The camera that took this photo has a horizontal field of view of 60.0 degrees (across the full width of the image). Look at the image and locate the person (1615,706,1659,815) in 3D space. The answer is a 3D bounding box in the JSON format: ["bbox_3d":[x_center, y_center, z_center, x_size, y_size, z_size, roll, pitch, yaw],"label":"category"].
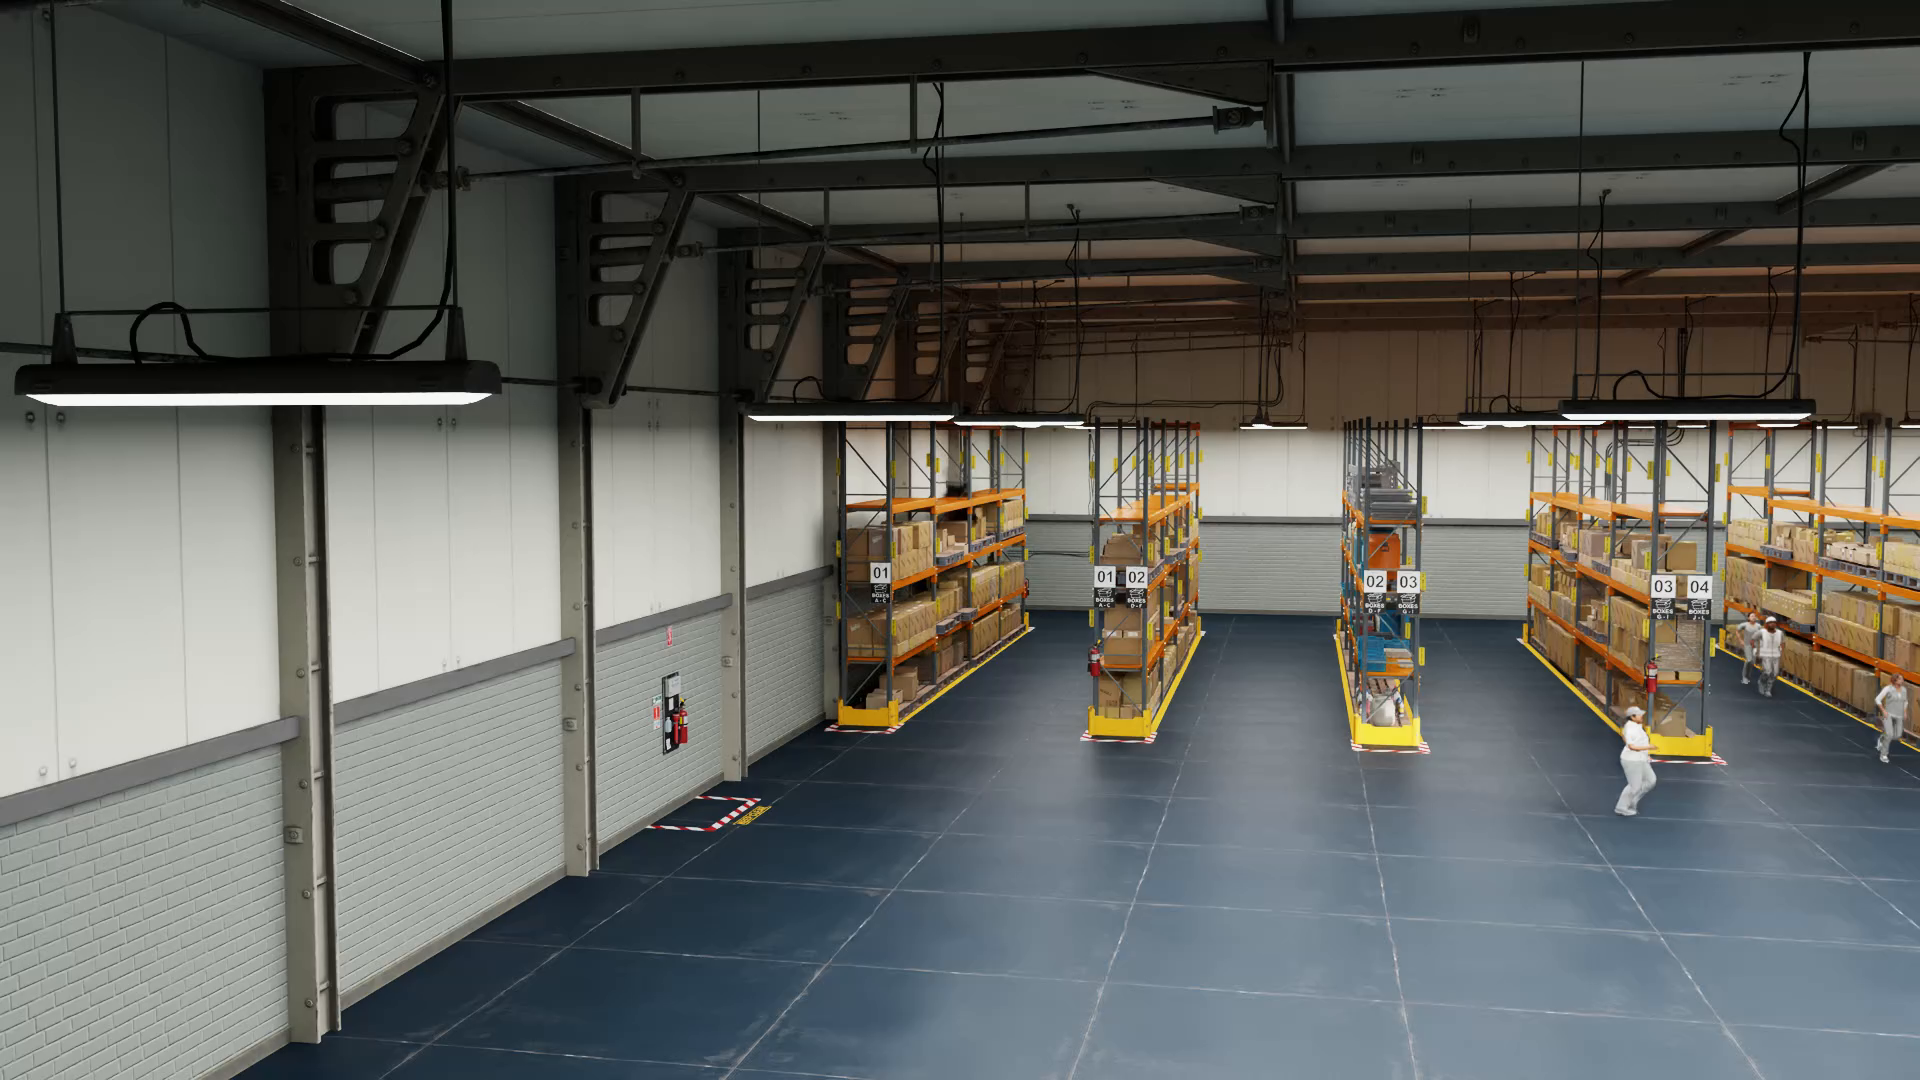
[{"bbox_3d":[10.087,3.298,24.727,0.603,1.656,0.588,2,4,31],"label":"person"}]

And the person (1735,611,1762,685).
[{"bbox_3d":[17.913,2.449,37.683,0.539,1.673,0.687,0,4,4],"label":"person"}]

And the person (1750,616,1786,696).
[{"bbox_3d":[17.425,2.517,35.751,0.670,1.737,0.624,0,4,5],"label":"person"}]

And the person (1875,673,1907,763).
[{"bbox_3d":[16.258,3.084,29.037,0.571,1.554,0.524,0,4,0],"label":"person"}]
